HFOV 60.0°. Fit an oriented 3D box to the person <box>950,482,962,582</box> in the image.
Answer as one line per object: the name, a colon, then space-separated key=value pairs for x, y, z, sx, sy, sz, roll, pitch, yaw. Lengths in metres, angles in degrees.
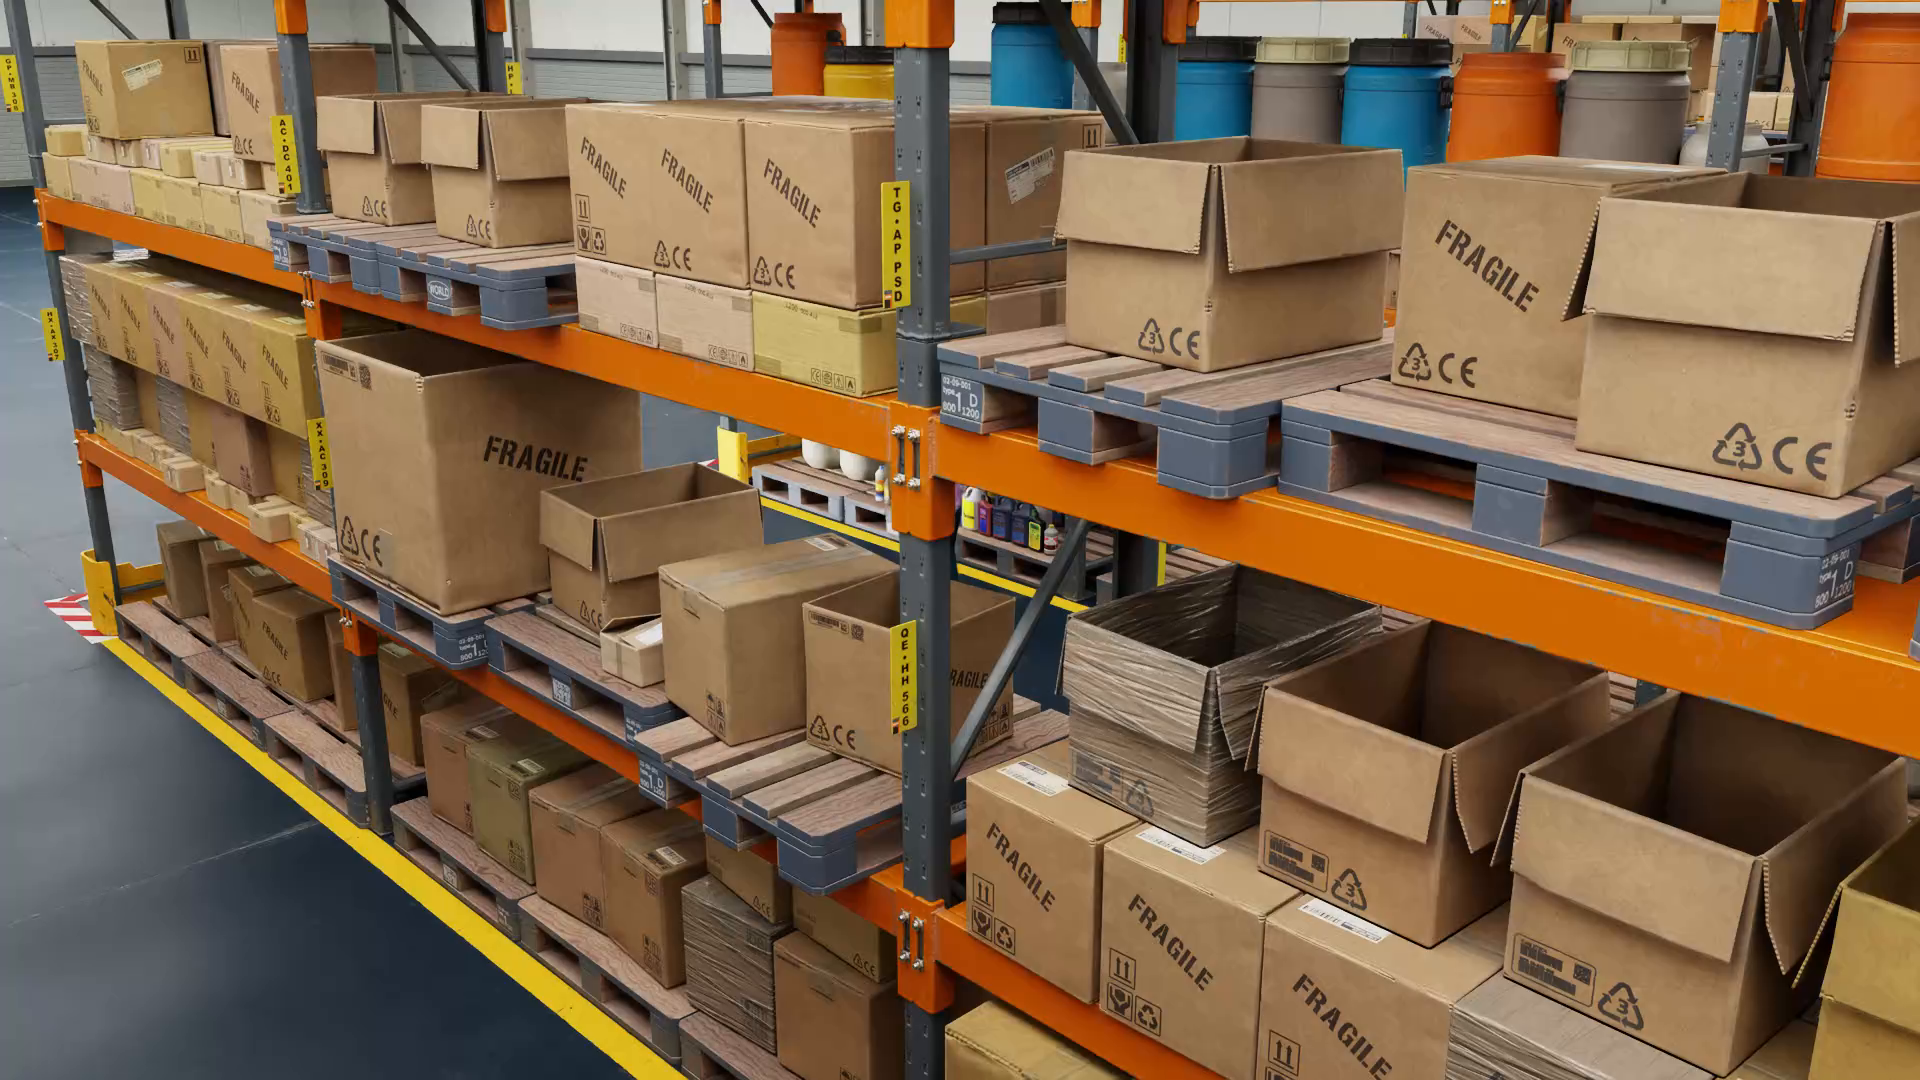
person: x=-0.213 y=-0.226 z=10.815 sx=0.375 sy=1.582 sz=0.498 roll=-11 pitch=21 yaw=-30
